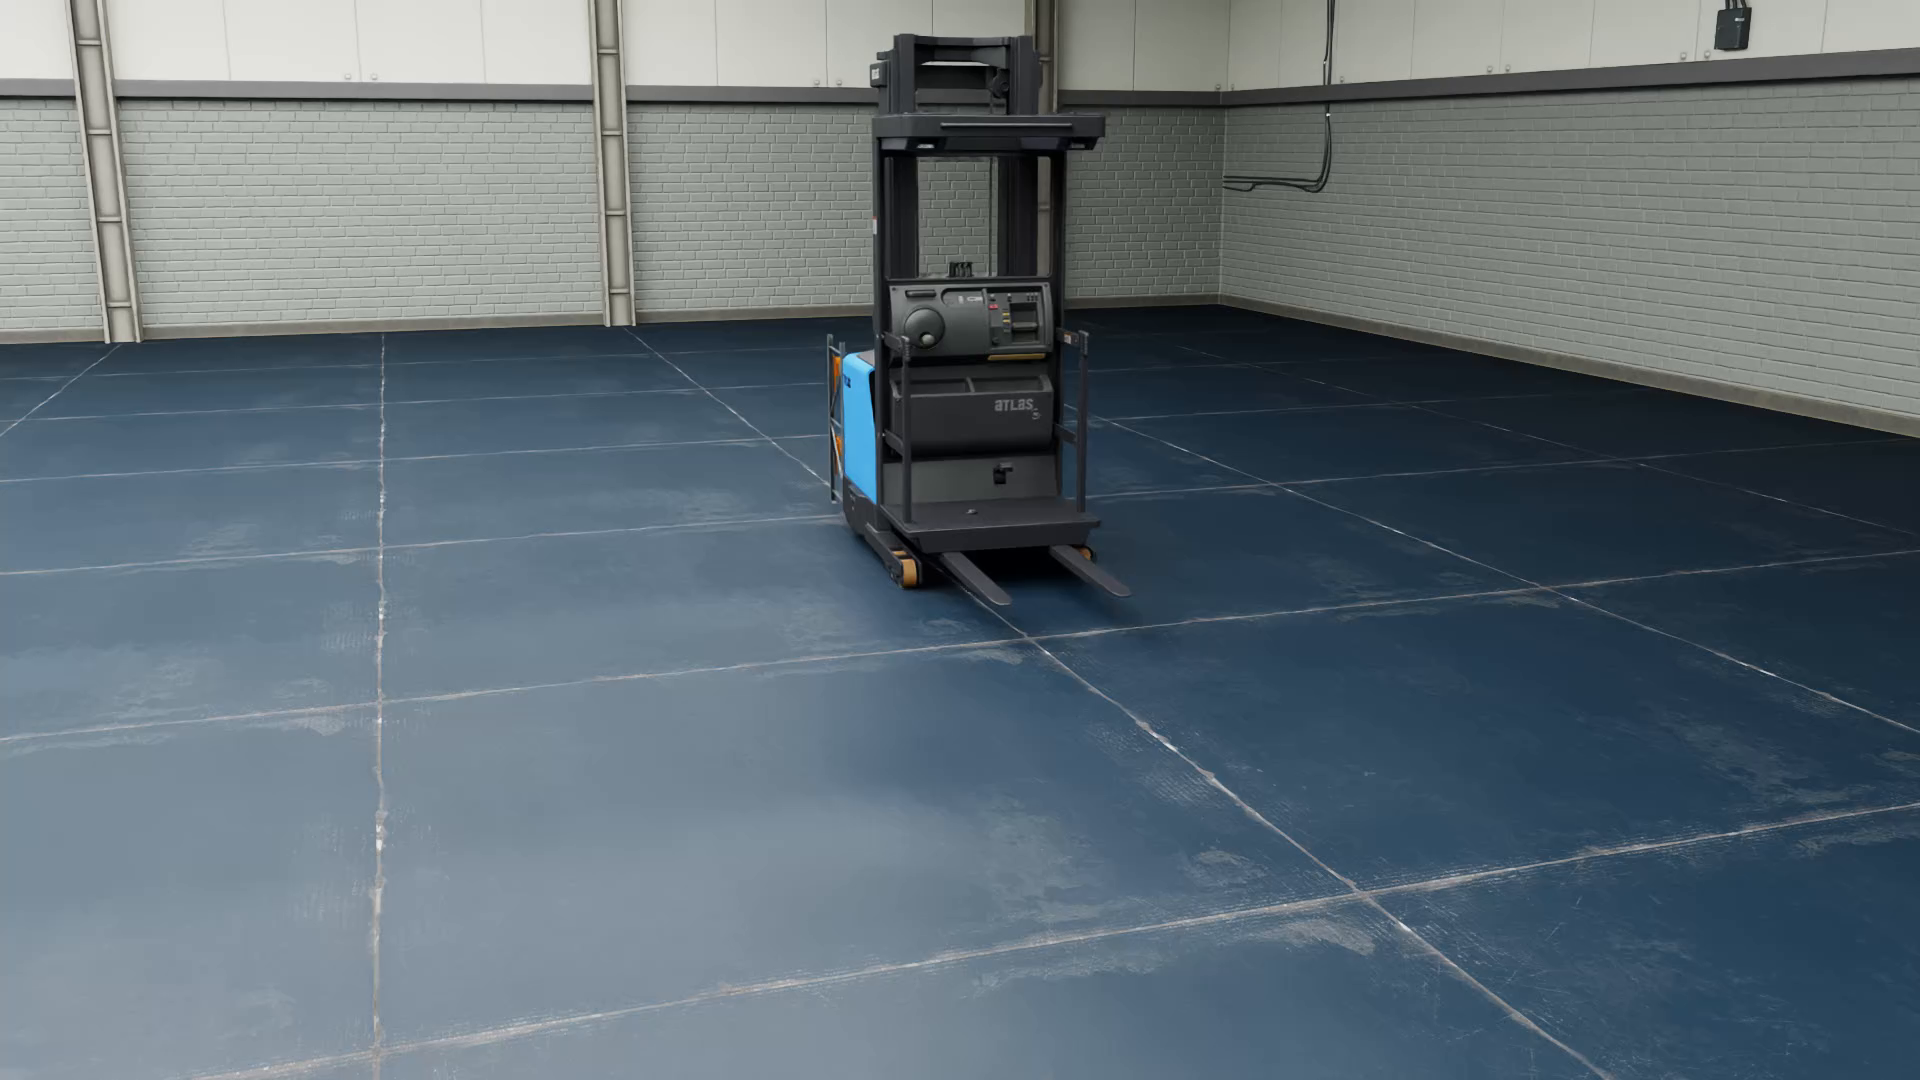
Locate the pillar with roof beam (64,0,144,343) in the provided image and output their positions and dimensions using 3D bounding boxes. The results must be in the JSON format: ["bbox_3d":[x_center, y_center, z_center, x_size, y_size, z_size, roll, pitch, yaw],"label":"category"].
[{"bbox_3d":[-8.865,-5.870,15.373,0.400,9.000,9.100,-4,14,-18],"label":"pillar with roof beam"}]

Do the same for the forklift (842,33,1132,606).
[{"bbox_3d":[0.124,-1.259,9.103,1.130,2.935,3.031,-4,14,-14],"label":"forklift"}]

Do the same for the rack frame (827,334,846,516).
[{"bbox_3d":[-0.802,-0.757,10.895,0.032,1.125,0.500,-3,14,-14],"label":"rack frame"}]

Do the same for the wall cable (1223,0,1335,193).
[{"bbox_3d":[4.349,-6.116,23.120,0.112,2.526,3.097,-4,14,-18],"label":"wall cable"}]

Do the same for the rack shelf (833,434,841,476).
[{"bbox_3d":[-0.310,-0.548,11.074,1.000,0.278,0.538,-3,14,-14],"label":"rack shelf"}]

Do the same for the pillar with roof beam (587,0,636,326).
[{"bbox_3d":[-3.178,-6.312,17.235,0.400,9.000,9.100,-4,14,-18],"label":"pillar with roof beam"}]

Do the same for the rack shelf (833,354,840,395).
[{"bbox_3d":[-0.310,-1.071,10.950,1.000,0.278,0.538,-3,14,-14],"label":"rack shelf"}]

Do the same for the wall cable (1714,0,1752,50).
[{"bbox_3d":[7.362,-7.198,13.609,0.169,6.003,2.305,-4,14,-18],"label":"wall cable"}]

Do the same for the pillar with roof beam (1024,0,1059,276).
[{"bbox_3d":[2.508,-6.755,19.096,0.400,9.000,9.100,-4,14,-18],"label":"pillar with roof beam"}]

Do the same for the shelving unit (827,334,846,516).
[{"bbox_3d":[-0.310,-0.786,11.018,1.048,1.125,0.538,-3,14,-14],"label":"shelving unit"}]
